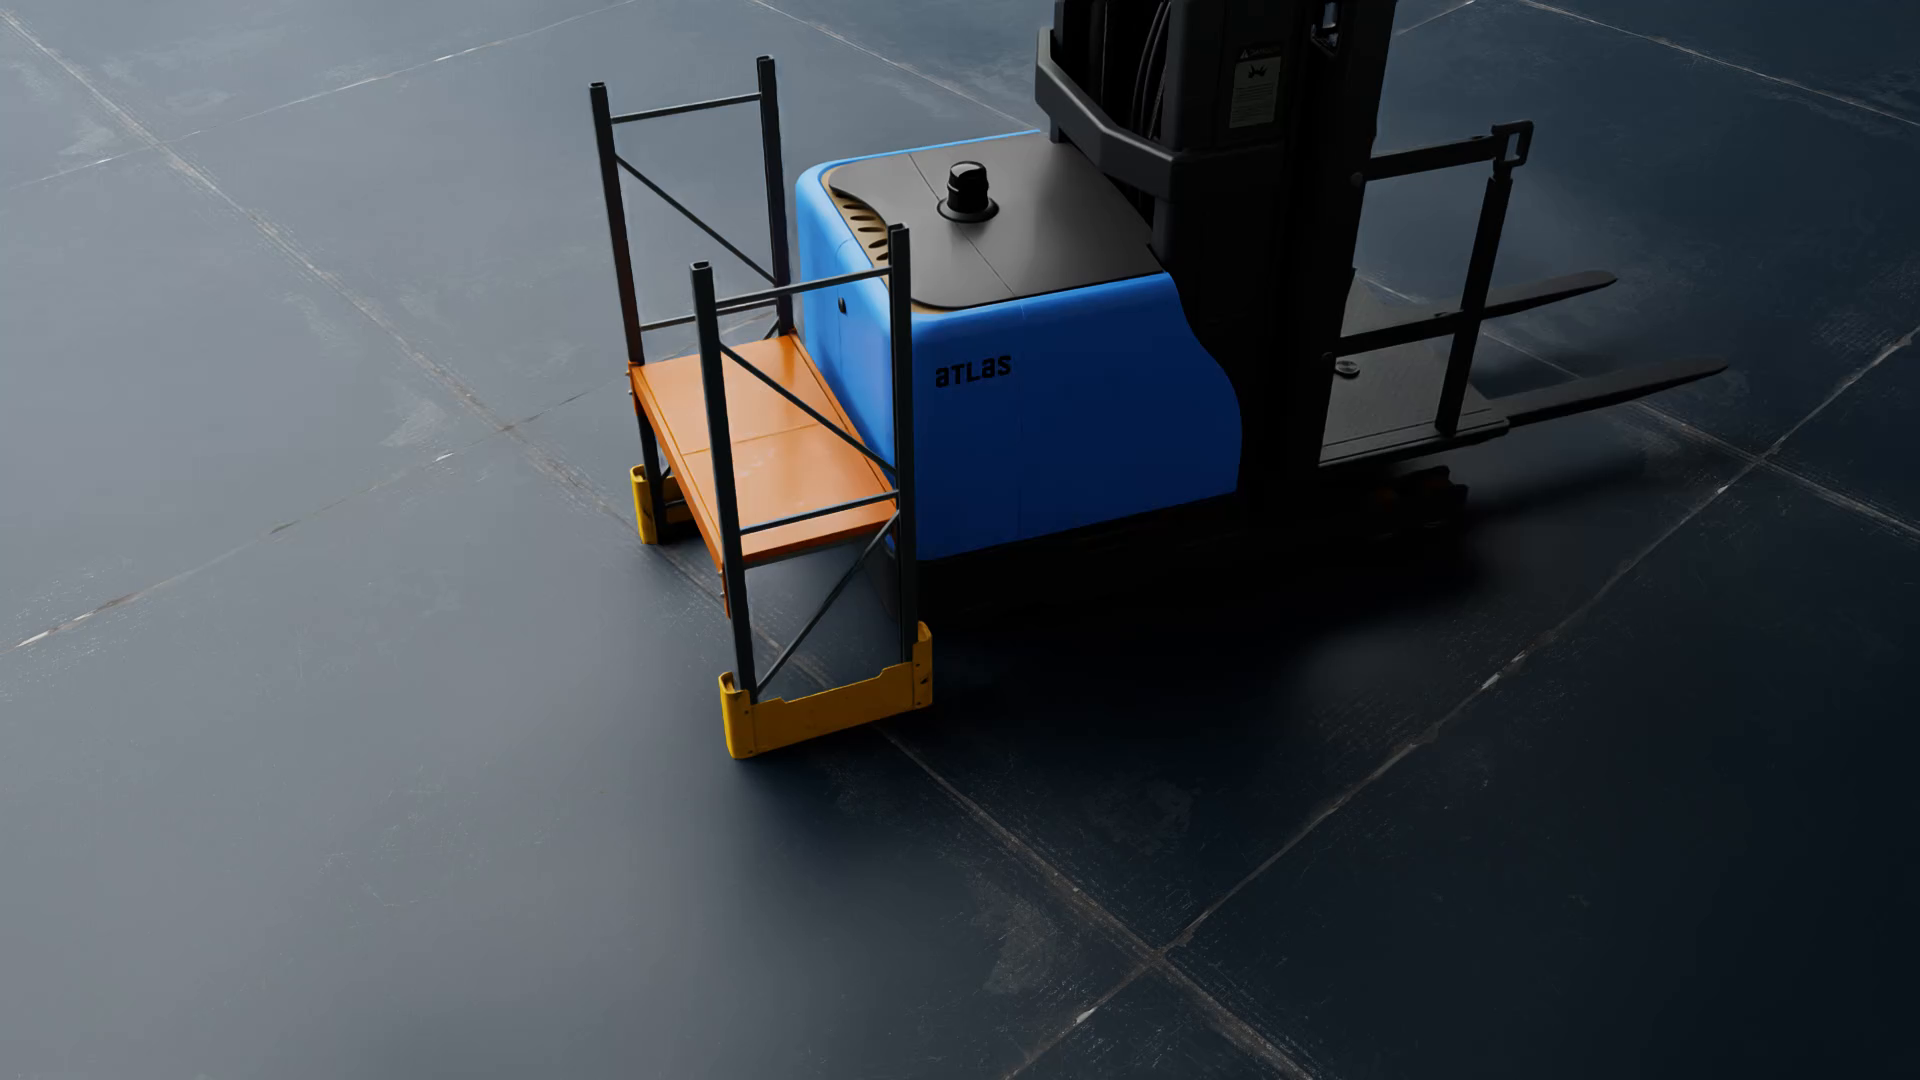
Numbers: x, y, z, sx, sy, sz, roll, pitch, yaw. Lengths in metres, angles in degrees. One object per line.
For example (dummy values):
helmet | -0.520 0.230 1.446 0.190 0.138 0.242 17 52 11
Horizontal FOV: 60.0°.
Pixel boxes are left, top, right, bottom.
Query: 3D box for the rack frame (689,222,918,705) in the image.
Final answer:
rack frame | -0.350 -0.066 4.138 0.500 1.500 0.032 -14 41 -17

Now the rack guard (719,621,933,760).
rack guard | -0.358 0.409 4.544 0.587 0.250 0.087 -14 41 -17

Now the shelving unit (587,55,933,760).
shelving unit | -0.546 -0.367 4.510 0.587 1.500 1.083 -14 41 -17

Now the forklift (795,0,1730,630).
forklift | 1.074 -1.439 4.699 3.031 2.935 1.130 -13 41 -15

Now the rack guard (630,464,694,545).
rack guard | -0.734 -0.170 5.262 0.587 0.250 0.087 -14 41 -17

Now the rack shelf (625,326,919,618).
rack shelf | -0.543 -0.221 4.617 0.538 0.185 1.000 -14 41 -17

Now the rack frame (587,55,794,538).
rack frame | -0.735 -0.657 4.870 0.500 1.500 0.032 -14 41 -17
